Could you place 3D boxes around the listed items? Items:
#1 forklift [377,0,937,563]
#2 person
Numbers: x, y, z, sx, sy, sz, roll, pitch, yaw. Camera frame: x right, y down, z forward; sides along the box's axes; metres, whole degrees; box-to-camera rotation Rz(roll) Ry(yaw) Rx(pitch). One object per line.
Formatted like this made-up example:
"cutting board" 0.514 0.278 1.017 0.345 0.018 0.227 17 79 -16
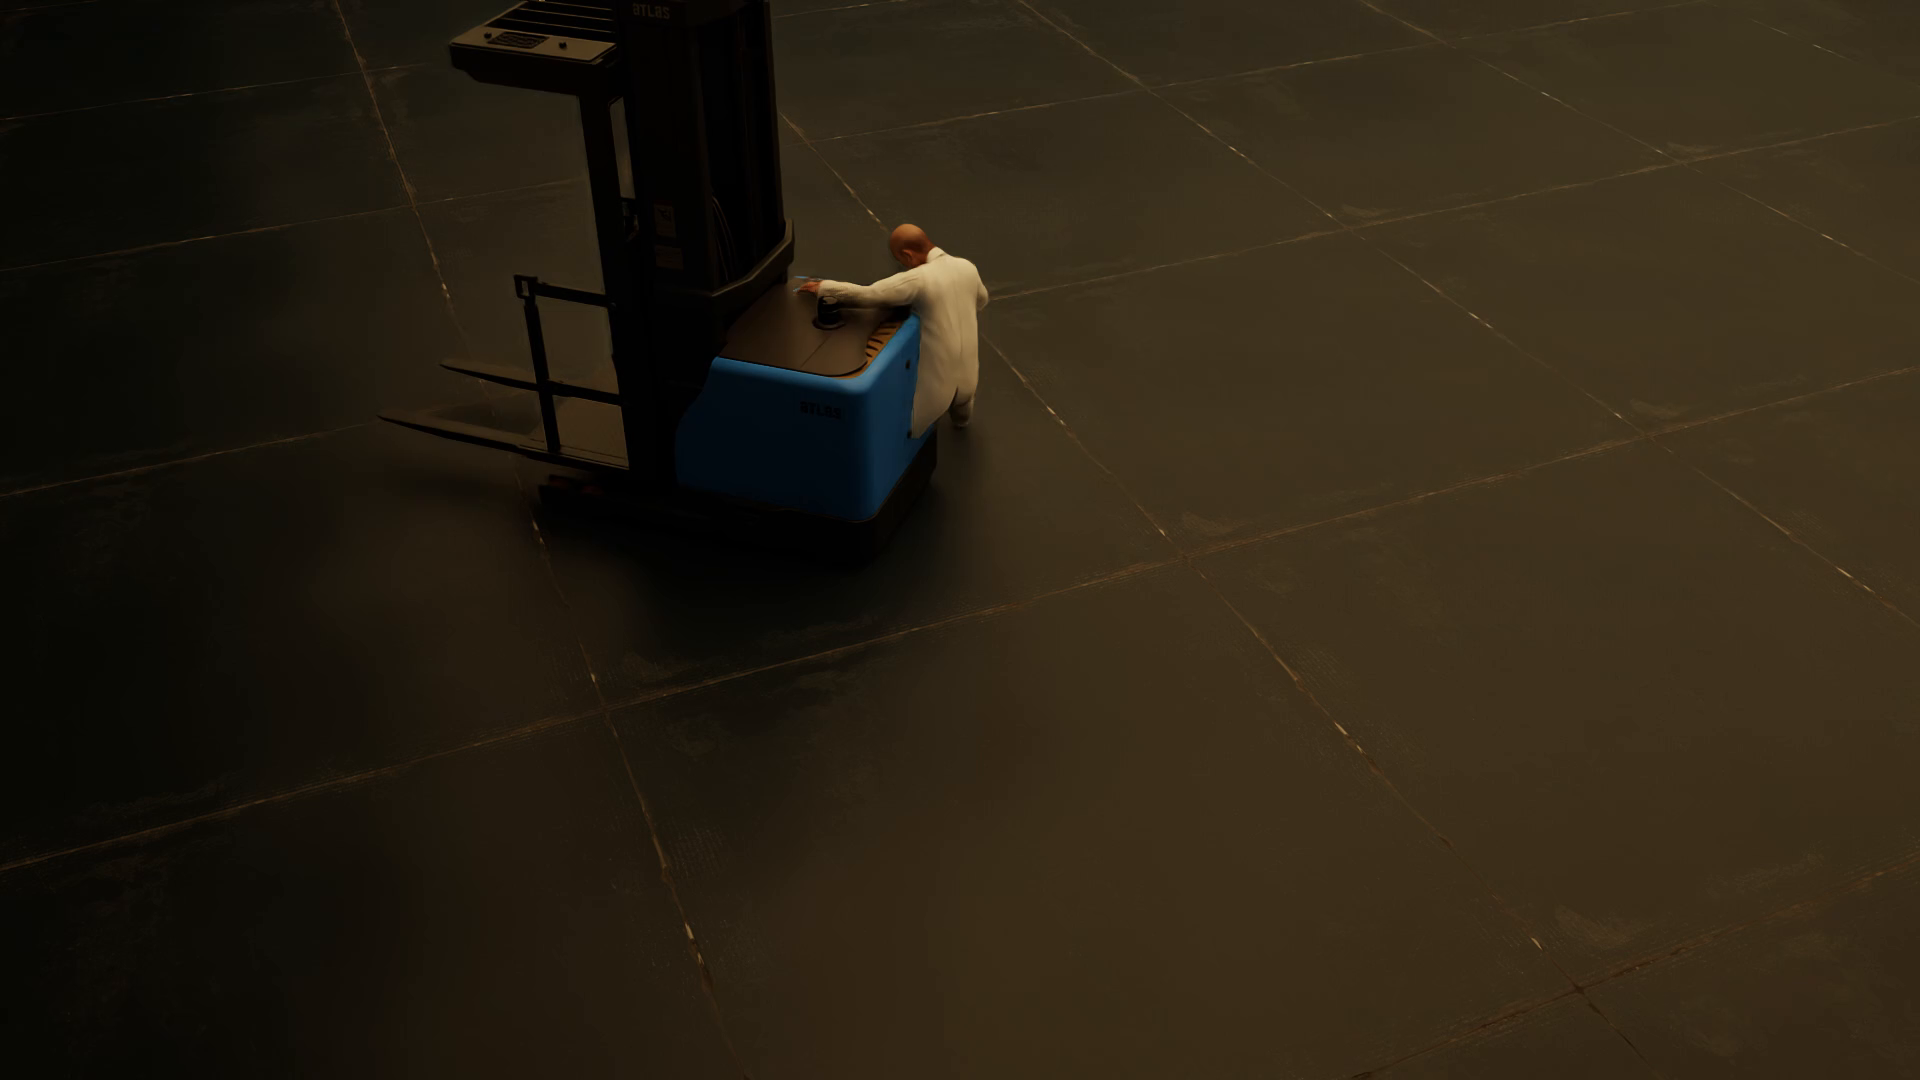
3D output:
"forklift" -1.699 -1.592 8.338 3.031 2.935 1.130 12 37 16
"person" -0.251 -0.943 8.771 1.314 1.414 0.943 -24 42 -29
